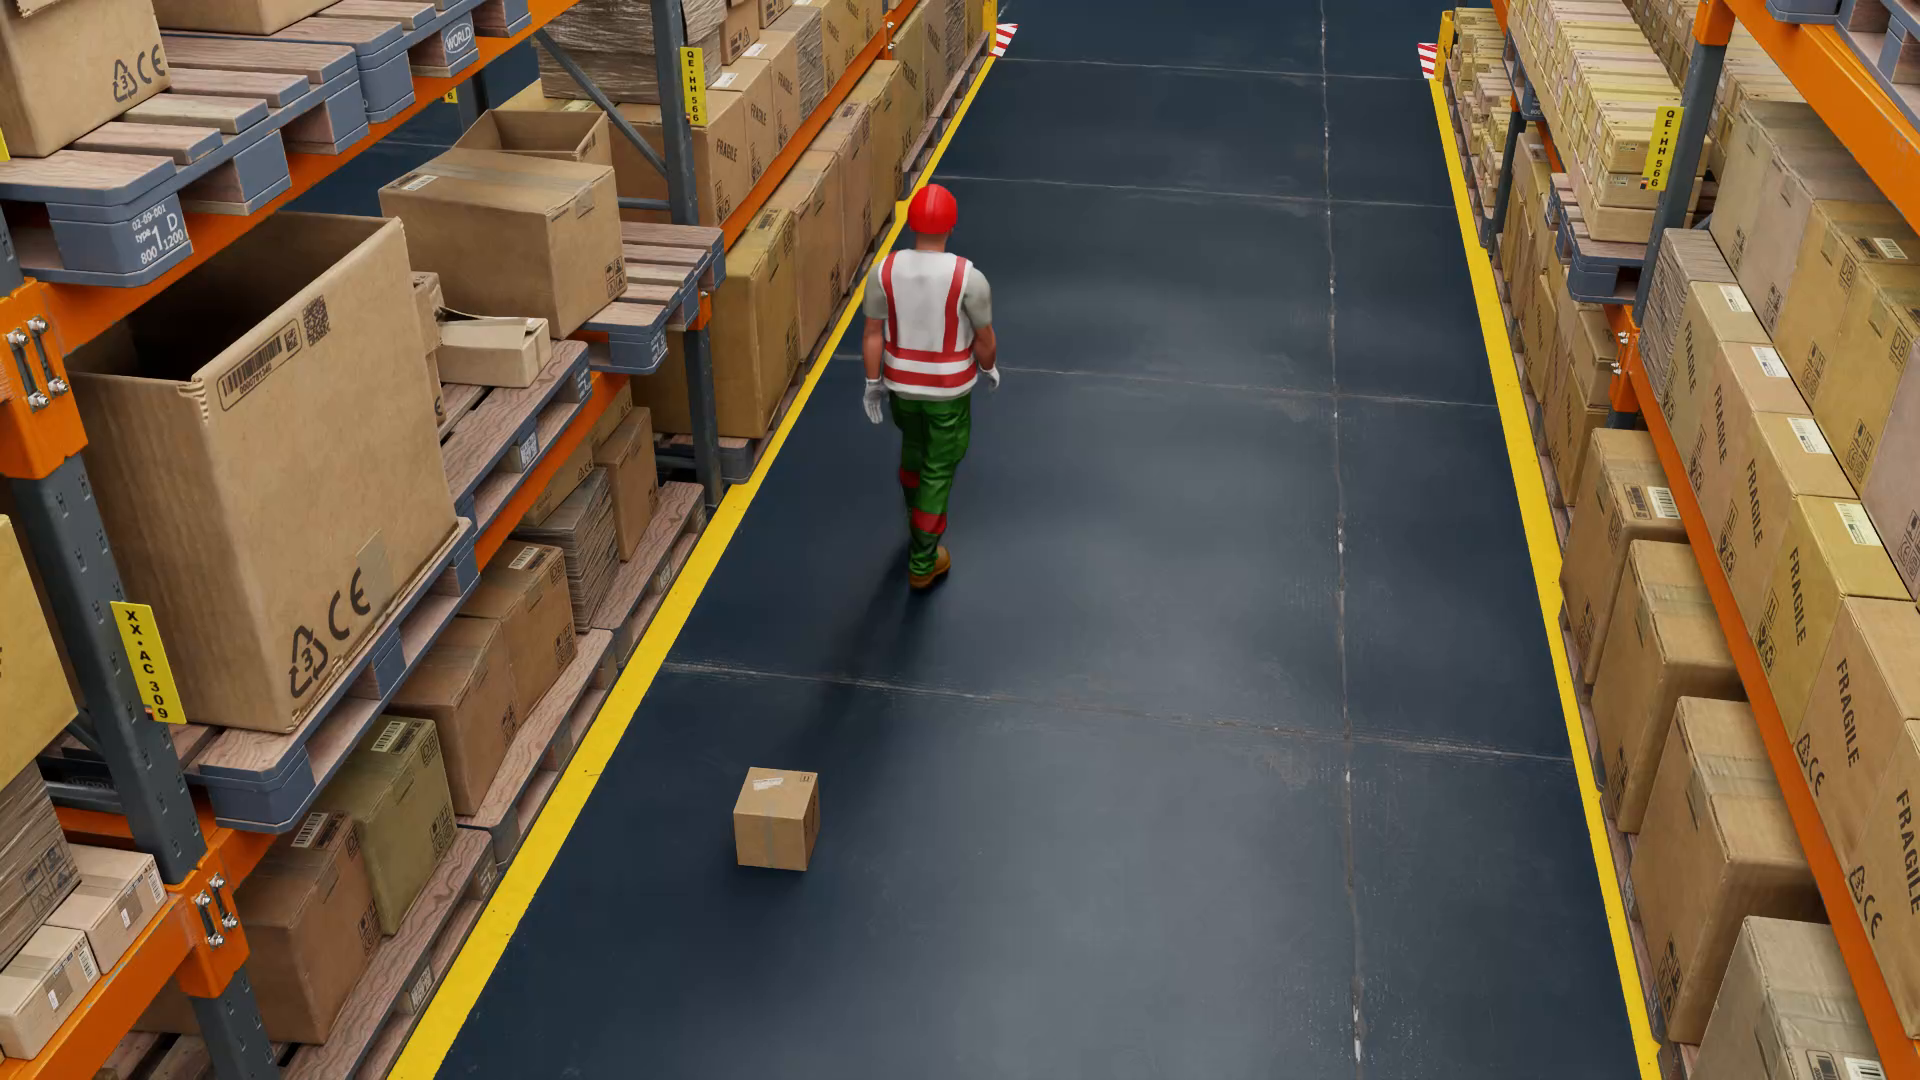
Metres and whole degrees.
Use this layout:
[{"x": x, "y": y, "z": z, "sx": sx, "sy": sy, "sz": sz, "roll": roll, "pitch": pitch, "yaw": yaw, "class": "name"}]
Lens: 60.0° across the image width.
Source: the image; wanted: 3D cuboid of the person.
[{"x": -0.111, "y": -0.671, "z": 7.196, "sx": 0.540, "sy": 1.835, "sz": 0.683, "roll": 10, "pitch": 33, "yaw": 15, "class": "person"}]
